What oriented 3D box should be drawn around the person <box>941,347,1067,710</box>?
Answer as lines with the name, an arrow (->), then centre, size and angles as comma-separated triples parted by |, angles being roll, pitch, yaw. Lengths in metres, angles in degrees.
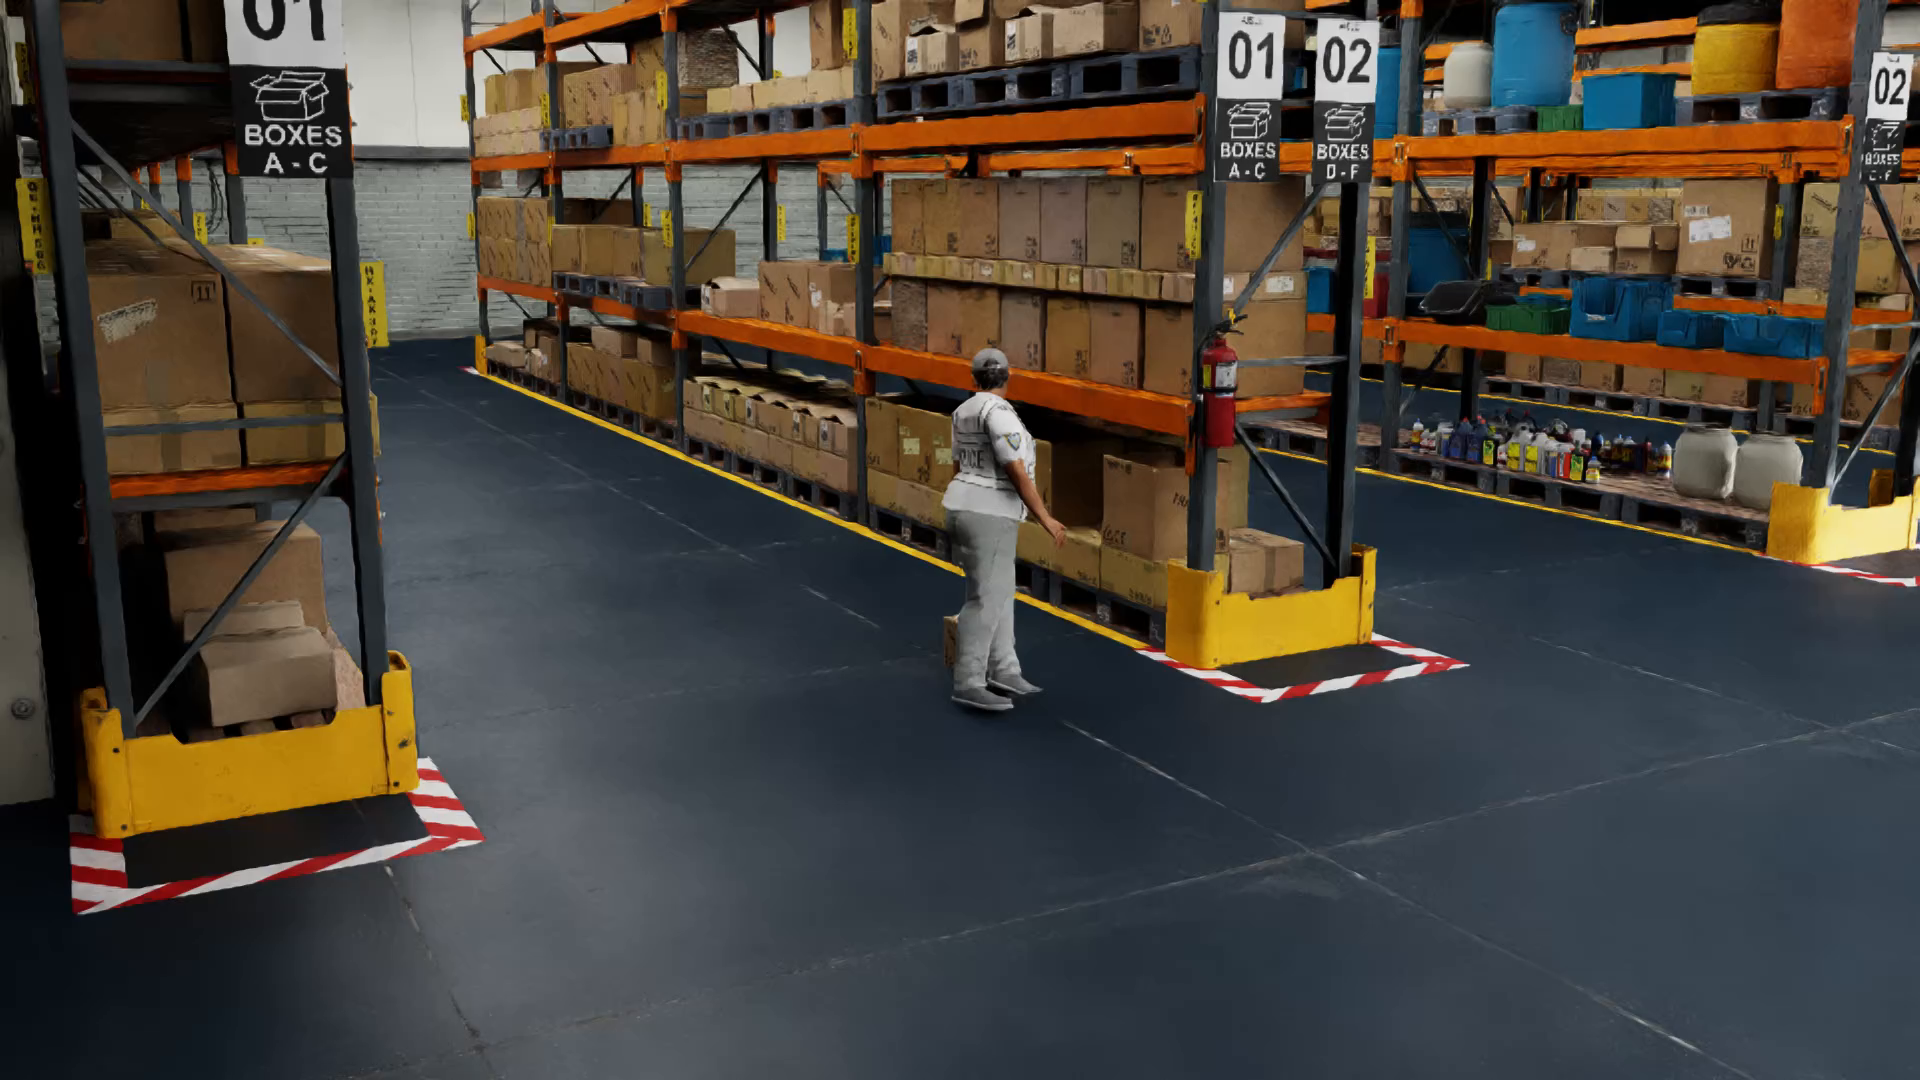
person -> 0.171, -0.035, 7.760 | 0.544, 1.697, 0.604 | -4, 13, -20
